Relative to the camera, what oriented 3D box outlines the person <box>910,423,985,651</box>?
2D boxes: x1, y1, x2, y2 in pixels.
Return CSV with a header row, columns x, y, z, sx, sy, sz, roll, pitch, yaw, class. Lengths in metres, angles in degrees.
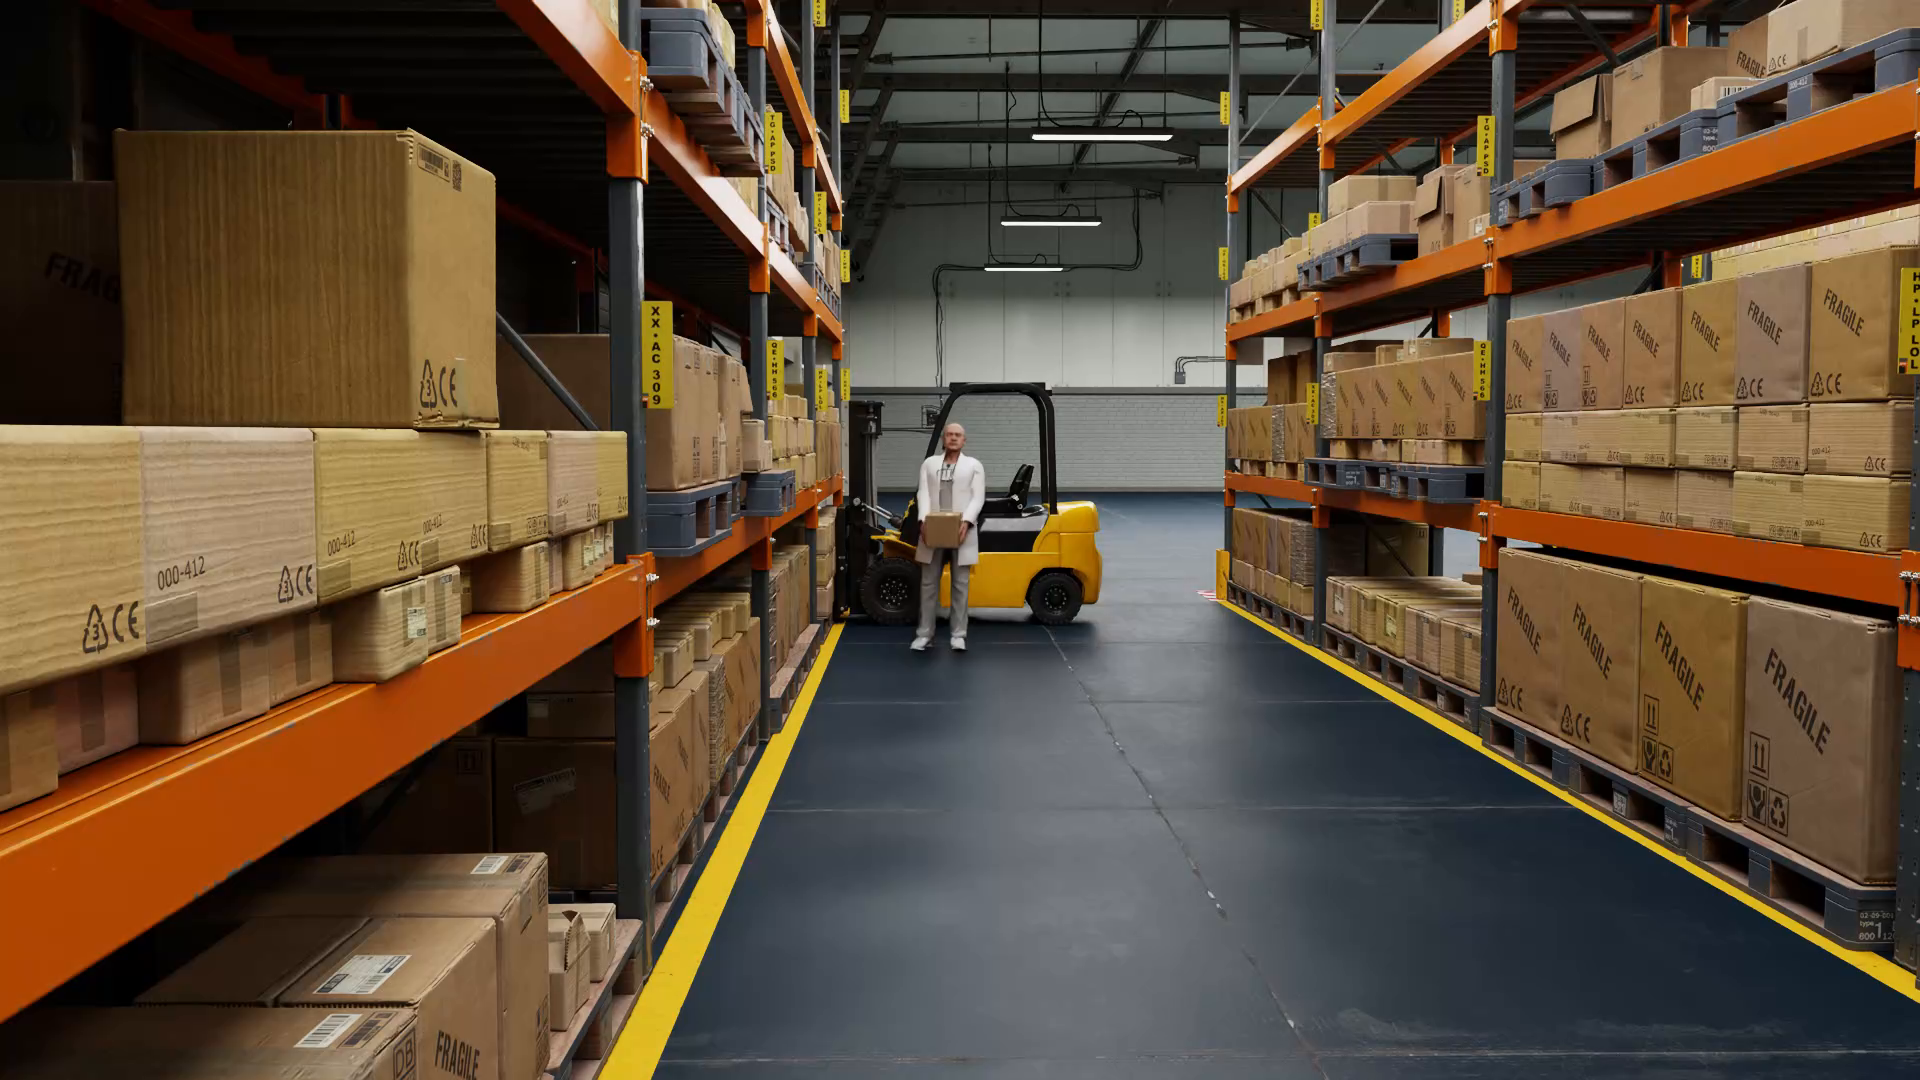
x,y,z,sx,sy,sz,roll,pitch,yaw,class
-0.090,-0.026,13.057,0.557,1.780,0.522,1,4,8,person
